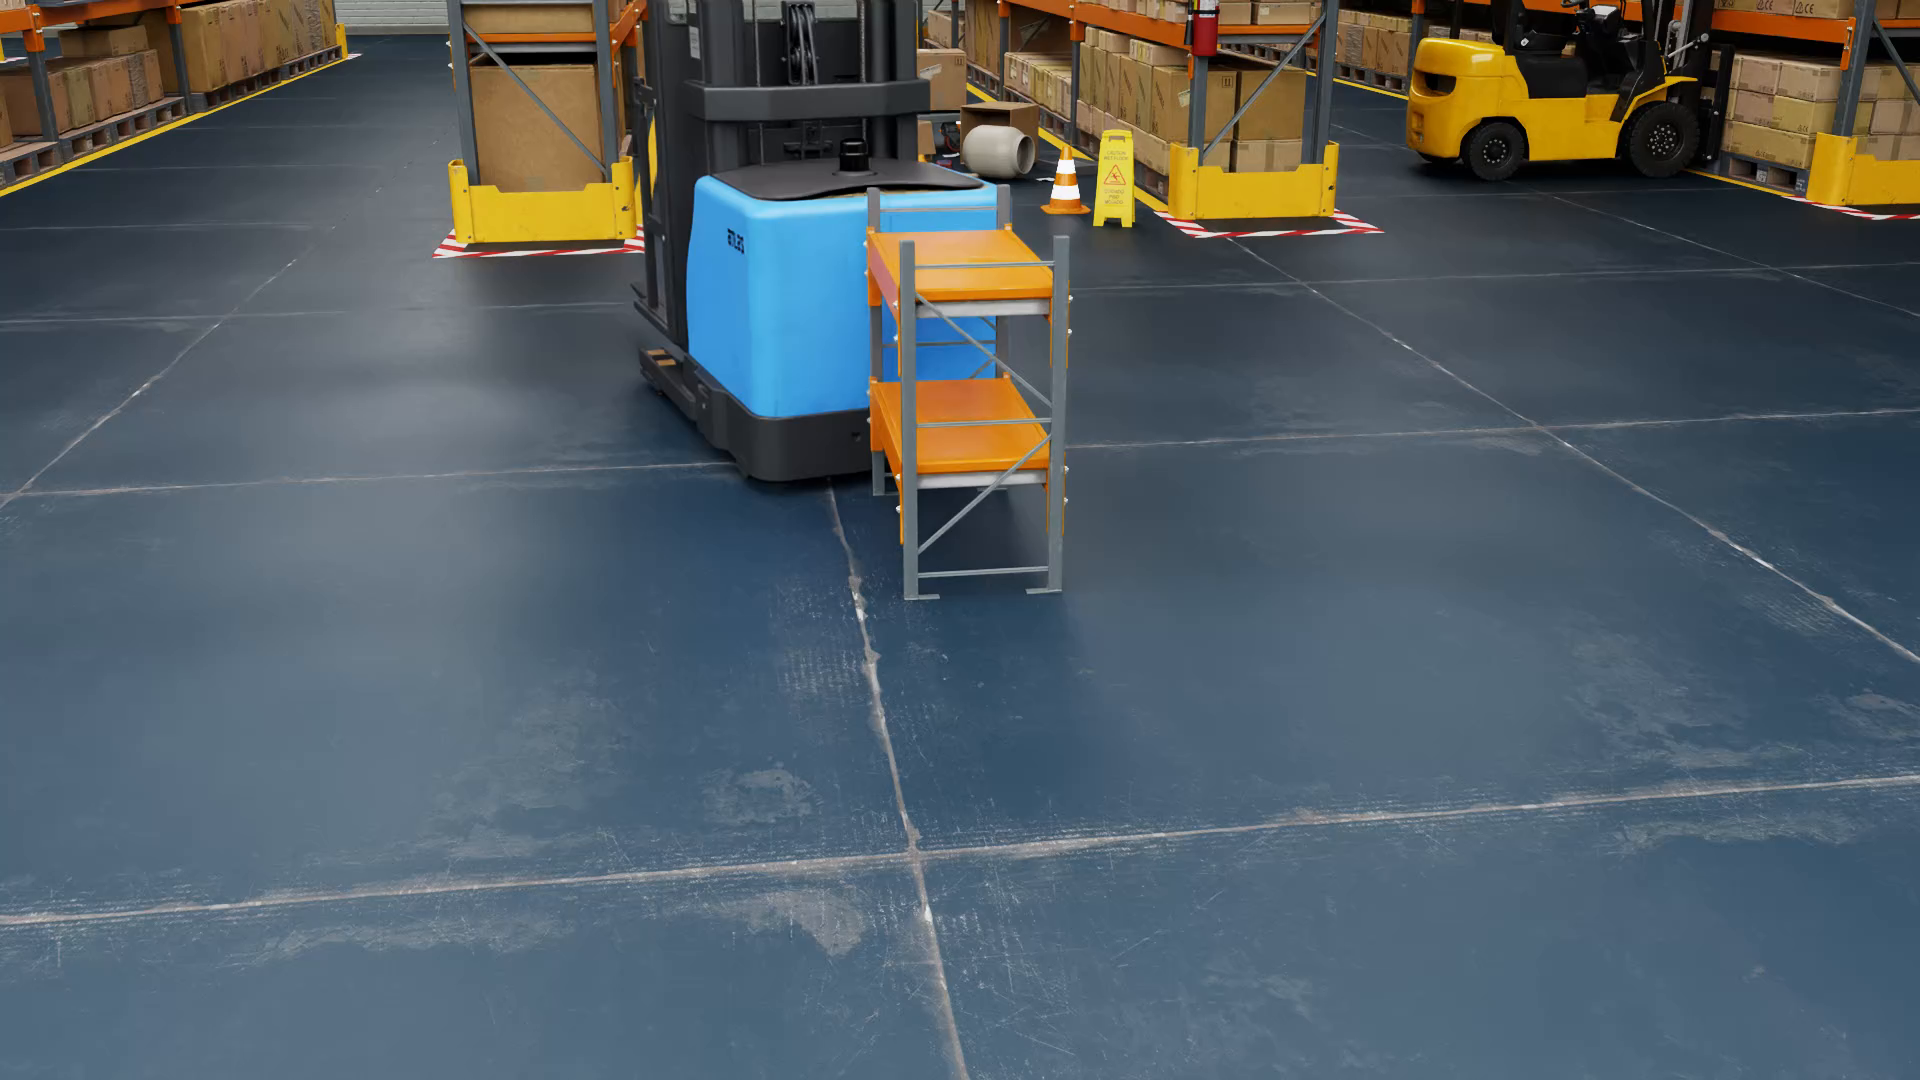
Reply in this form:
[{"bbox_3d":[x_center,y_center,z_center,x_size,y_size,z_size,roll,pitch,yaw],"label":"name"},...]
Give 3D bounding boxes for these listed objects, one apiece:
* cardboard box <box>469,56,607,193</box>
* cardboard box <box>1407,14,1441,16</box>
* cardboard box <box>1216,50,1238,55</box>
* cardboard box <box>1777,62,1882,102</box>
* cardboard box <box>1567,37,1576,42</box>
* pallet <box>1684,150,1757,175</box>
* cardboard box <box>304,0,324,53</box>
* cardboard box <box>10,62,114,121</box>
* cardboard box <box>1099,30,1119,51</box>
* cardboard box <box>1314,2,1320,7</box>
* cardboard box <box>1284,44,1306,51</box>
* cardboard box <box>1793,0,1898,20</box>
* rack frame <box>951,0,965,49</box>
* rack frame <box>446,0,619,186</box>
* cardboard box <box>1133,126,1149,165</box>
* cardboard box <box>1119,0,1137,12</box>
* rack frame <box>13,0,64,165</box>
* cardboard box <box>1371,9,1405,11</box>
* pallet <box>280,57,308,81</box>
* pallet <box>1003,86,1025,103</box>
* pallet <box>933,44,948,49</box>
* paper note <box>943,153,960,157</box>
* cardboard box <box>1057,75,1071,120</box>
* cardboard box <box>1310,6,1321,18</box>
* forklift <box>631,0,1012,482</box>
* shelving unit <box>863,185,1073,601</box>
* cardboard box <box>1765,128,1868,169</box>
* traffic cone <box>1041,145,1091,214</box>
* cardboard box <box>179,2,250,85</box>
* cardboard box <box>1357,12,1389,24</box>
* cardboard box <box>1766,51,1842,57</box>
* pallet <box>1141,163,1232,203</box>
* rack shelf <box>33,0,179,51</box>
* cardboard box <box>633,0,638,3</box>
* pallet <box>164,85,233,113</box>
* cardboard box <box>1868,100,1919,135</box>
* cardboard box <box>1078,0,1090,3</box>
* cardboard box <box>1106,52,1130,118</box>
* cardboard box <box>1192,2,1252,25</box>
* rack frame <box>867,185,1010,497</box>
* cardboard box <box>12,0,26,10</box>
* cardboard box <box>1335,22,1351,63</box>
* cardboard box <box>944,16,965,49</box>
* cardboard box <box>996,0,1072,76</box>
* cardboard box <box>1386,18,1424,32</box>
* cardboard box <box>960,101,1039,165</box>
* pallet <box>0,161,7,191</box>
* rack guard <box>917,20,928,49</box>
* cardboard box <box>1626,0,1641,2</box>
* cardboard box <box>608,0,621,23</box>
[{"bbox_3d":[-2.935,-2.885,11.590,0.875,0.875,0.875,-3,21,-7],"label":"cardboard box"},{"bbox_3d":[5.944,-6.646,21.269,0.380,0.149,0.250,-3,21,-9],"label":"cardboard box"},{"bbox_3d":[2.036,-3.838,13.962,0.500,0.500,0.500,-2,21,-5],"label":"cardboard box"},{"bbox_3d":[6.649,-3.509,12.725,0.500,0.250,0.500,-2,21,-6],"label":"cardboard box"},{"bbox_3d":[6.256,-4.907,17.360,0.875,0.625,0.625,-3,21,-8],"label":"cardboard box"},{"bbox_3d":[6.699,-3.366,14.427,1.003,0.211,1.213,-3,21,-8],"label":"pallet"},{"bbox_3d":[-9.698,-7.445,23.800,0.875,0.875,0.875,-3,21,-8],"label":"cardboard box"},{"bbox_3d":[-8.469,-4.230,15.699,0.700,0.500,0.500,-5,21,-12],"label":"cardboard box"},{"bbox_3d":[1.388,-4.243,14.121,0.380,0.149,0.250,-2,21,-6],"label":"cardboard box"},{"bbox_3d":[5.142,-7.478,23.070,0.380,0.149,0.250,-3,21,-9],"label":"cardboard box"},{"bbox_3d":[4.923,-7.182,24.134,0.380,0.149,0.250,-4,21,-9],"label":"cardboard box"},{"bbox_3d":[6.693,-4.192,12.511,0.500,0.500,0.500,-3,21,-9],"label":"cardboard box"},{"bbox_3d":[0.382,-7.892,22.558,1.000,3.000,0.127,-3,21,-8],"label":"rack frame"},{"bbox_3d":[-2.771,-3.452,10.672,1.000,3.000,0.127,-3,21,-8],"label":"rack frame"},{"bbox_3d":[1.663,-3.091,13.036,0.500,0.250,0.500,-3,21,-8],"label":"cardboard box"},{"bbox_3d":[1.503,-4.350,13.434,0.380,0.149,0.250,-3,21,-8],"label":"cardboard box"},{"bbox_3d":[-8.271,-4.622,13.804,1.000,3.000,0.127,-3,21,-8],"label":"rack frame"},{"bbox_3d":[5.782,-7.098,22.479,0.380,0.149,0.250,-4,21,-10],"label":"cardboard box"},{"bbox_3d":[-9.456,-6.353,22.423,1.003,0.211,1.213,-3,21,-8],"label":"pallet"},{"bbox_3d":[1.070,-4.930,18.613,1.003,0.211,1.213,-3,21,-8],"label":"pallet"},{"bbox_3d":[0.171,-7.276,24.895,1.003,0.211,1.213,-3,21,-8],"label":"pallet"},{"bbox_3d":[-0.076,-3.461,14.940,0.148,0.019,0.142,-3,21,-8],"label":"paper note"},{"bbox_3d":[1.458,-4.269,16.014,0.950,0.372,0.625,-3,21,-7],"label":"cardboard box"},{"bbox_3d":[5.082,-7.335,23.114,0.380,0.149,0.250,-2,21,-5],"label":"cardboard box"},{"bbox_3d":[-0.823,-2.067,7.061,1.130,2.935,3.031,-8,22,-21],"label":"forklift"},{"bbox_3d":[-0.001,-0.529,5.526,0.538,1.125,1.048,-3,21,-8],"label":"shelving unit"},{"bbox_3d":[6.643,-3.044,12.908,0.500,0.250,0.500,-3,21,-7],"label":"cardboard box"},{"bbox_3d":[0.774,-2.632,12.102,0.336,0.463,0.334,-3,21,-8],"label":"traffic cone"},{"bbox_3d":[-9.047,-5.757,19.280,1.225,0.875,0.875,-3,21,-8],"label":"cardboard box"},{"bbox_3d":[5.400,-6.794,21.665,0.380,0.149,0.250,-3,21,-8],"label":"cardboard box"},{"bbox_3d":[7.005,-3.888,13.739,0.500,0.250,0.500,-3,21,-8],"label":"cardboard box"},{"bbox_3d":[2.019,-2.740,12.750,1.003,0.211,1.213,-3,21,-8],"label":"pallet"},{"bbox_3d":[-8.559,-4.977,15.784,1.077,0.370,4.000,-3,21,-8],"label":"rack shelf"},{"bbox_3d":[-3.158,-5.080,14.886,0.500,0.500,0.500,-3,21,-7],"label":"cardboard box"},{"bbox_3d":[-8.887,-4.977,18.741,1.003,0.211,1.213,-3,21,-8],"label":"pallet"},{"bbox_3d":[7.161,-3.304,12.892,0.500,0.250,0.500,-3,21,-7],"label":"cardboard box"},{"bbox_3d":[1.264,-4.879,14.851,0.380,0.149,0.250,-3,21,-8],"label":"cardboard box"},{"bbox_3d":[1.515,-3.799,13.859,0.500,0.500,0.500,-2,21,-5],"label":"cardboard box"},{"bbox_3d":[1.847,-3.738,11.796,0.380,0.149,0.250,-2,21,-6],"label":"cardboard box"},{"bbox_3d":[-0.074,-0.705,5.997,0.500,1.125,0.032,-3,21,-8],"label":"rack frame"},{"bbox_3d":[-7.949,-4.445,13.688,0.380,0.149,0.250,-3,21,-8],"label":"cardboard box"},{"bbox_3d":[5.295,-6.633,22.161,0.500,0.500,0.500,-4,21,-9],"label":"cardboard box"},{"bbox_3d":[0.269,-7.421,24.359,0.875,0.438,0.875,-4,21,-9],"label":"cardboard box"},{"bbox_3d":[0.942,-5.951,19.800,0.875,0.875,0.875,-3,21,-8],"label":"cardboard box"},{"bbox_3d":[5.479,-6.339,20.447,0.380,0.149,0.250,-4,21,-11],"label":"cardboard box"},{"bbox_3d":[0.344,-3.512,14.402,0.500,0.500,0.500,12,24,29],"label":"cardboard box"},{"bbox_3d":[-7.960,-2.661,12.540,1.003,0.211,1.213,-3,21,-8],"label":"pallet"},{"bbox_3d":[-0.198,-8.114,26.726,1.175,0.500,0.348,-3,21,-8],"label":"rack guard"},{"bbox_3d":[6.344,-5.074,14.871,0.500,0.500,0.500,-3,21,-7],"label":"cardboard box"},{"bbox_3d":[-2.927,-4.038,12.026,0.875,0.550,0.550,-3,21,-8],"label":"cardboard box"}]
